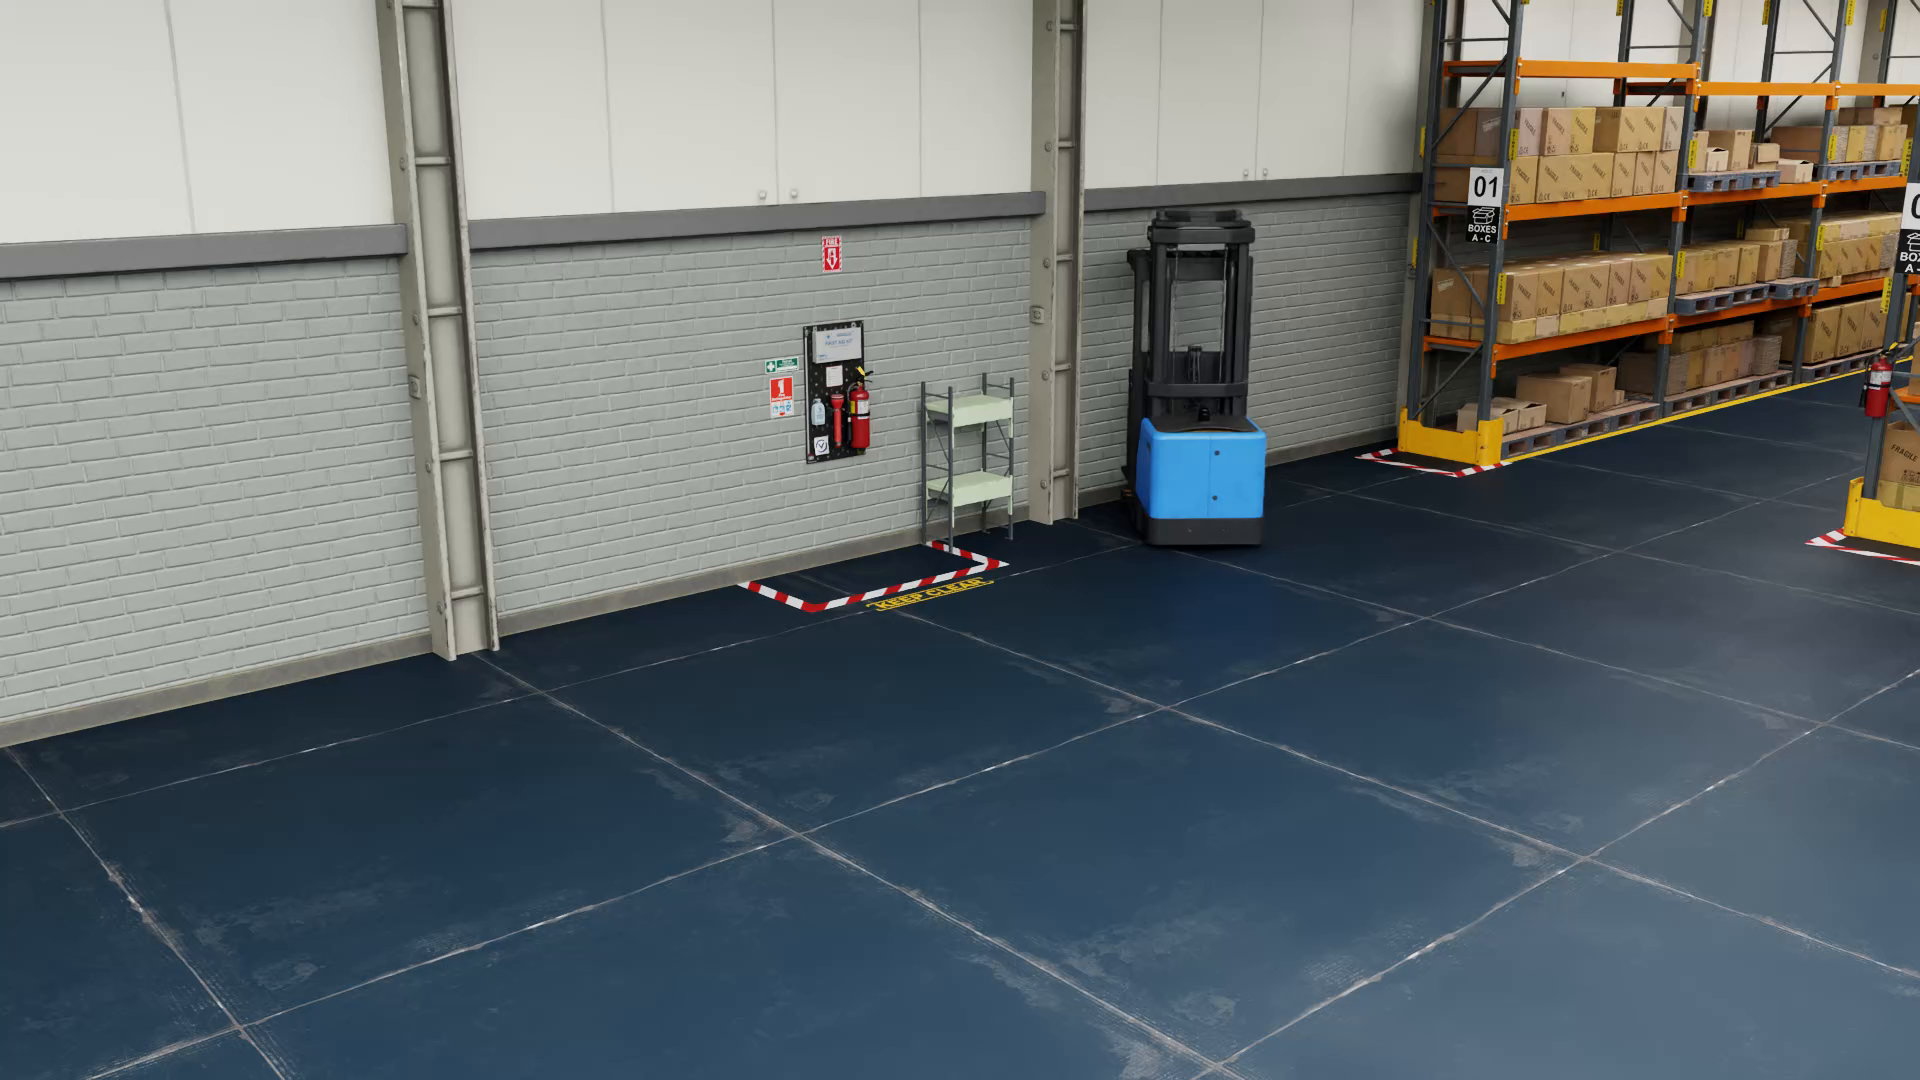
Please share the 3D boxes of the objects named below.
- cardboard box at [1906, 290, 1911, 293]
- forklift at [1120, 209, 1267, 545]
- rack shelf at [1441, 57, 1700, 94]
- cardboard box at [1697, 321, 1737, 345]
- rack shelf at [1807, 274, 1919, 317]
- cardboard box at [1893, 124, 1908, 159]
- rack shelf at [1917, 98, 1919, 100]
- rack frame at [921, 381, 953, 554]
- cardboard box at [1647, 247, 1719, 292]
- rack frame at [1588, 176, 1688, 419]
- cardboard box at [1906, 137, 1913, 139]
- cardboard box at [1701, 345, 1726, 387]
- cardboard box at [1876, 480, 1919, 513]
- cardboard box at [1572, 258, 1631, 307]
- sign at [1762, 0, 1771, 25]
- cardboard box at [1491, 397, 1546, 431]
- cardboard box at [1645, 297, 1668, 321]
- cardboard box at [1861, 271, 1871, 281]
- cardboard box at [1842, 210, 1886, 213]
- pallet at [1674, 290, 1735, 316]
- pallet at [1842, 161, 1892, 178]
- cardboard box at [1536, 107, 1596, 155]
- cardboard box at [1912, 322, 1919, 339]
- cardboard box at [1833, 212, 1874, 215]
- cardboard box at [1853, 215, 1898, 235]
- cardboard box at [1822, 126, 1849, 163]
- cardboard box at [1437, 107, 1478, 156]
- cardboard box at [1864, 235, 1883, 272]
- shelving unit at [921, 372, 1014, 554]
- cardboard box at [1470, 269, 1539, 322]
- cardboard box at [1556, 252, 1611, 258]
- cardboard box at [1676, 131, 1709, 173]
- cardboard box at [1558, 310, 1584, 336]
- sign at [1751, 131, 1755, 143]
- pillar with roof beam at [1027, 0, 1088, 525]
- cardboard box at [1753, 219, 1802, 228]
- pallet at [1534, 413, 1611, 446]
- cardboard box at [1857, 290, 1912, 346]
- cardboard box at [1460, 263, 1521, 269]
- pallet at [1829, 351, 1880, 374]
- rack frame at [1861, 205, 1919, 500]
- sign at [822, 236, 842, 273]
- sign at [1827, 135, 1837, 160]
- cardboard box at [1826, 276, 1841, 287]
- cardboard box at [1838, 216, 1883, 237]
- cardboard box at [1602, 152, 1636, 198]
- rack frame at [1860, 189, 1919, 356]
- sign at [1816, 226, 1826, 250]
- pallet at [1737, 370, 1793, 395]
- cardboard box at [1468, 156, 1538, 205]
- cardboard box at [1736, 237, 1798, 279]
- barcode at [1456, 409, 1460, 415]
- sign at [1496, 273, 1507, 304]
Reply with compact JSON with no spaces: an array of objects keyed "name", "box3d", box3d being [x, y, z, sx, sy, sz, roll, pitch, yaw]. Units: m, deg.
[{"name":"cardboard box","box3d":[15.498,-3.983,27.122,0.250,0.149,0.380,-13,20,-41]},{"name":"forklift","box3d":[2.167,-1.695,15.916,1.130,2.935,3.031,0,15,-1]},{"name":"rack shelf","box3d":[6.968,-5.274,18.959,4.000,0.370,1.077,-13,19,-39]},{"name":"cardboard box","box3d":[10.129,-2.804,22.474,0.500,0.250,0.500,-13,20,-40]},{"name":"rack shelf","box3d":[13.003,-3.733,24.806,4.000,0.370,1.077,-13,19,-39]},{"name":"cardboard box","box3d":[13.776,-6.002,25.047,0.500,0.500,0.700,-14,20,-42]},{"name":"rack shelf","box3d":[10.222,-4.119,15.402,4.000,0.370,1.077,-13,19,-39]},{"name":"rack frame","box3d":[-0.204,-0.640,14.739,0.023,1.500,0.400,-13,20,-40]},{"name":"cardboard box","box3d":[9.309,-3.498,21.486,0.500,0.500,0.700,-10,18,-34]},{"name":"rack frame","box3d":[8.476,-3.064,20.908,0.127,3.000,1.000,-13,19,-39]},{"name":"cardboard box","box3d":[14.874,-6.209,26.152,0.500,0.250,0.500,-12,19,-39]},{"name":"cardboard box","box3d":[9.789,-2.373,22.311,0.500,0.500,0.700,-12,19,-39]},{"name":"cardboard box","box3d":[8.924,-0.445,15.619,0.500,0.250,0.500,-13,19,-39]},{"name":"cardboard box","box3d":[7.563,-3.054,19.671,0.500,0.500,0.500,-13,20,-41]},{"name":"sign","box3d":[11.127,-7.275,22.932,0.005,0.325,0.100,-13,19,-39]},{"name":"cardboard box","box3d":[6.470,-1.496,19.396,0.500,0.311,0.500,-11,18,-35]},{"name":"cardboard box","box3d":[8.318,-2.862,20.404,0.500,0.250,0.500,-13,19,-39]},{"name":"cardboard box","box3d":[13.247,-3.946,24.657,0.250,0.149,0.380,-12,19,-38]},{"name":"cardboard box","box3d":[13.993,-4.956,25.729,0.500,0.250,0.500,-12,19,-38]},{"name":"pallet","box3d":[9.149,-3.072,21.312,1.213,0.211,1.003,-13,19,-39]},{"name":"pallet","box3d":[12.787,-5.409,24.241,1.213,0.211,1.003,-12,19,-37]},{"name":"cardboard box","box3d":[6.700,-4.559,18.521,0.500,0.500,0.500,-12,19,-38]},{"name":"cardboard box","box3d":[8.877,-1.886,15.048,0.250,0.149,0.380,-13,20,-40]},{"name":"cardboard box","box3d":[13.603,-4.866,25.393,0.500,0.250,0.500,-12,19,-39]},{"name":"cardboard box","box3d":[13.550,-4.683,24.708,0.500,0.250,0.500,-12,19,-38]},{"name":"cardboard box","box3d":[12.187,-5.645,23.712,0.500,0.500,0.700,-14,20,-42]},{"name":"cardboard box","box3d":[5.613,-4.500,18.304,0.500,0.500,0.500,-12,19,-37]},{"name":"cardboard box","box3d":[13.192,-4.236,24.488,0.500,0.500,0.500,-12,19,-38]},{"name":"shelving unit","box3d":[0.070,-0.702,14.973,0.755,1.500,0.431,-13,20,-40]},{"name":"cardboard box","box3d":[6.016,-2.708,18.375,0.500,0.500,0.500,-13,19,-39]},{"name":"cardboard box","box3d":[7.592,-3.238,20.357,0.500,0.500,0.500,-13,20,-40]},{"name":"cardboard box","box3d":[8.941,-4.841,20.742,0.500,0.500,0.500,-9,18,-32]},{"name":"cardboard box","box3d":[6.806,-2.520,19.125,0.500,0.250,0.500,-13,20,-40]},{"name":"sign","box3d":[11.136,-5.588,23.391,0.005,0.325,0.100,-13,19,-39]},{"name":"pillar with roof beam","box3d":[3.719,-3.717,11.729,0.400,9.000,9.100,-13,19,-39]},{"name":"cardboard box","box3d":[11.666,-4.433,23.771,0.500,0.250,0.500,-12,19,-38]},{"name":"pallet","box3d":[7.072,-1.388,20.038,1.213,0.211,1.003,-13,19,-39]},{"name":"cardboard box","box3d":[14.107,-3.448,25.698,0.750,0.750,0.750,-12,19,-39]},{"name":"cardboard box","box3d":[6.061,-2.890,19.057,0.500,0.500,0.500,-12,19,-39]},{"name":"pallet","box3d":[13.058,-2.719,25.020,1.213,0.211,1.003,-13,19,-39]},{"name":"rack frame","box3d":[8.714,-1.423,14.763,0.127,3.000,1.000,-13,19,-39]},{"name":"sign","box3d":[-1.068,-2.384,13.869,0.199,0.298,0.001,-13,19,-39]},{"name":"sign","box3d":[11.849,-5.335,22.594,0.005,0.325,0.100,-13,19,-39]},{"name":"cardboard box","box3d":[12.346,-3.710,23.775,0.250,0.149,0.380,-12,19,-38]},{"name":"cardboard box","box3d":[13.166,-4.597,24.384,0.500,0.250,0.500,-13,20,-40]},{"name":"cardboard box","box3d":[7.475,-4.253,19.315,0.500,0.500,0.500,-14,20,-41]},{"name":"rack frame","box3d":[14.512,-4.419,25.982,0.127,3.000,1.000,-13,19,-39]},{"name":"sign","box3d":[11.857,-4.159,22.916,0.005,0.325,0.100,-13,19,-39]},{"name":"pallet","box3d":[10.904,-2.262,23.310,1.213,0.211,1.003,-13,19,-39]},{"name":"cardboard box","box3d":[5.875,-3.901,17.999,0.500,0.500,0.500,-12,19,-38]},{"name":"cardboard box","box3d":[11.146,-3.921,23.070,0.700,0.500,0.500,13,20,40]},{"name":"barcode","box3d":[5.791,-1.485,19.337,0.075,0.075,0.001,-13,19,-39]},{"name":"sign","box3d":[5.815,-2.699,17.864,0.005,0.325,0.100,-13,19,-39]}]
